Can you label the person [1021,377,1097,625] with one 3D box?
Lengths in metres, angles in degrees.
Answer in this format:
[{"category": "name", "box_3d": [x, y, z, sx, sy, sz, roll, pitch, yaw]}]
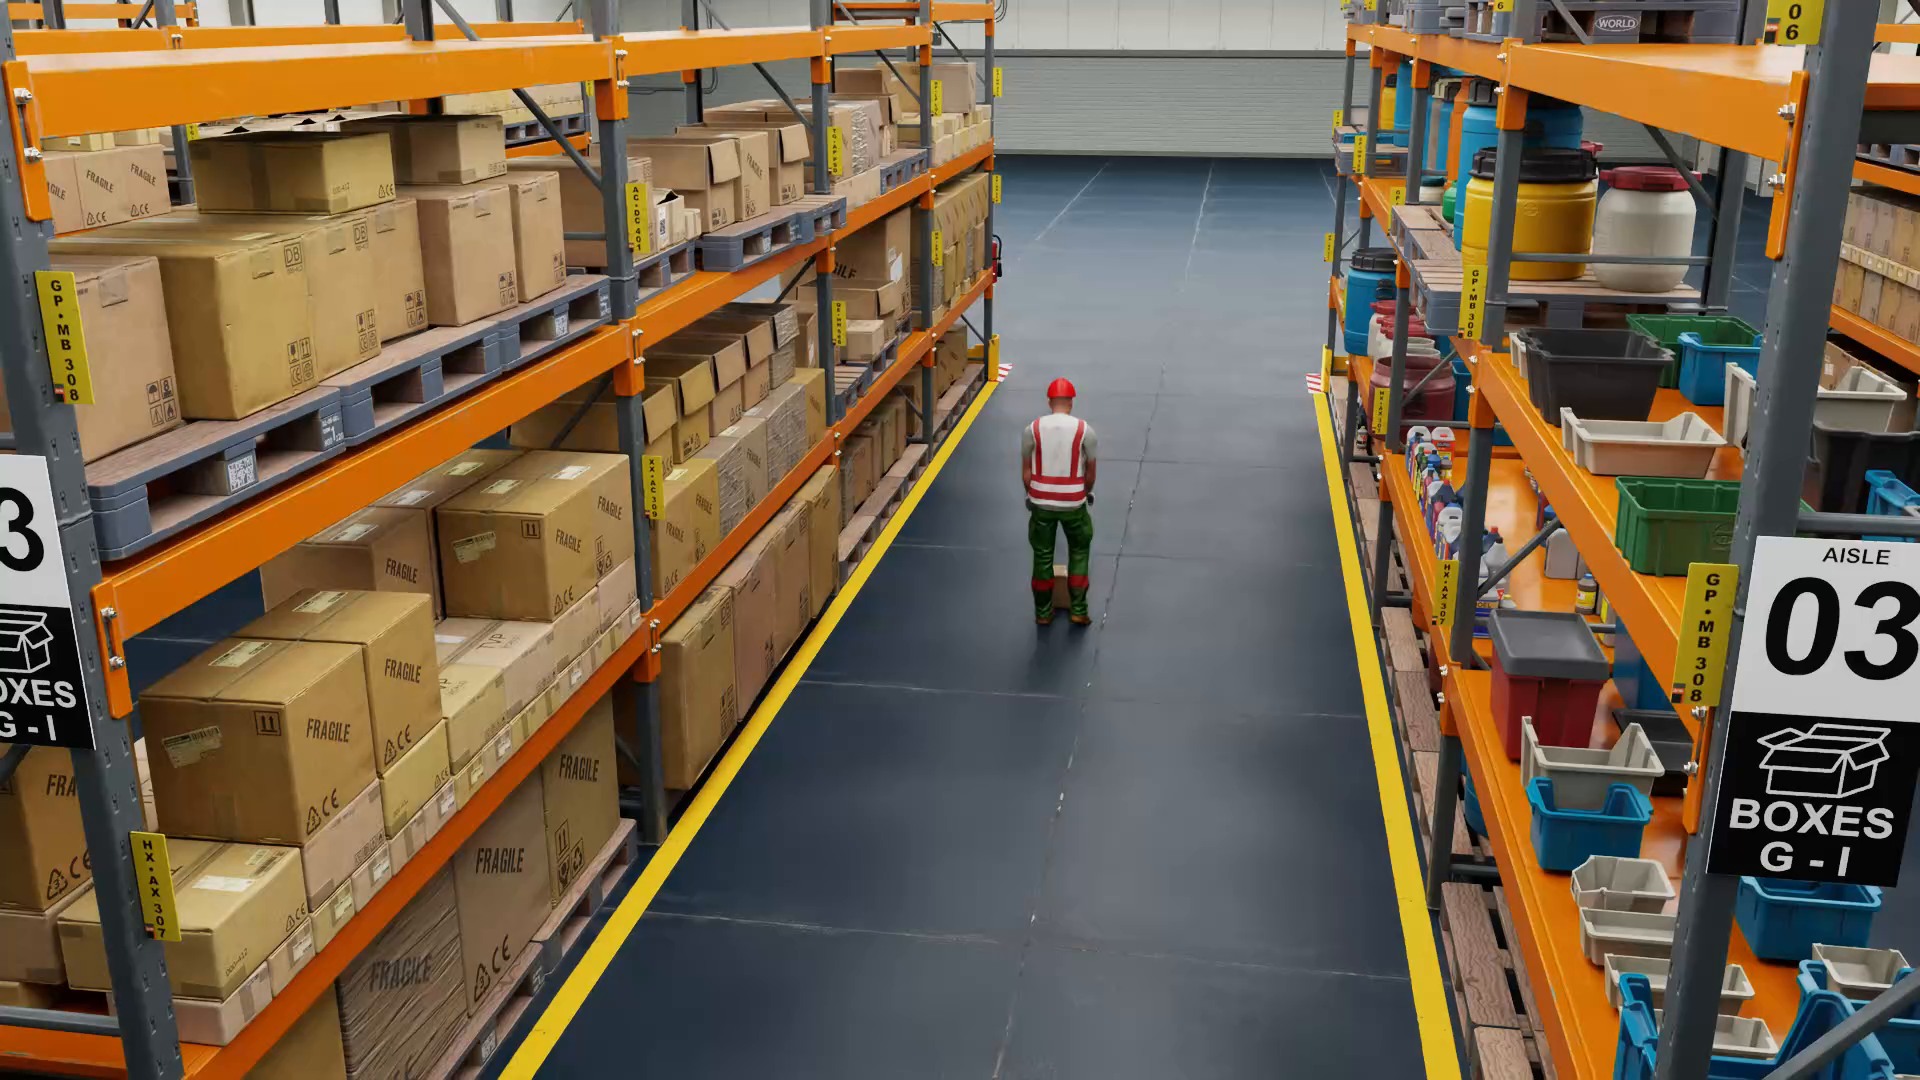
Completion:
[{"category": "person", "box_3d": [0.709, -0.241, 11.860, 0.546, 1.850, 0.472, 3, 18, 8]}]
